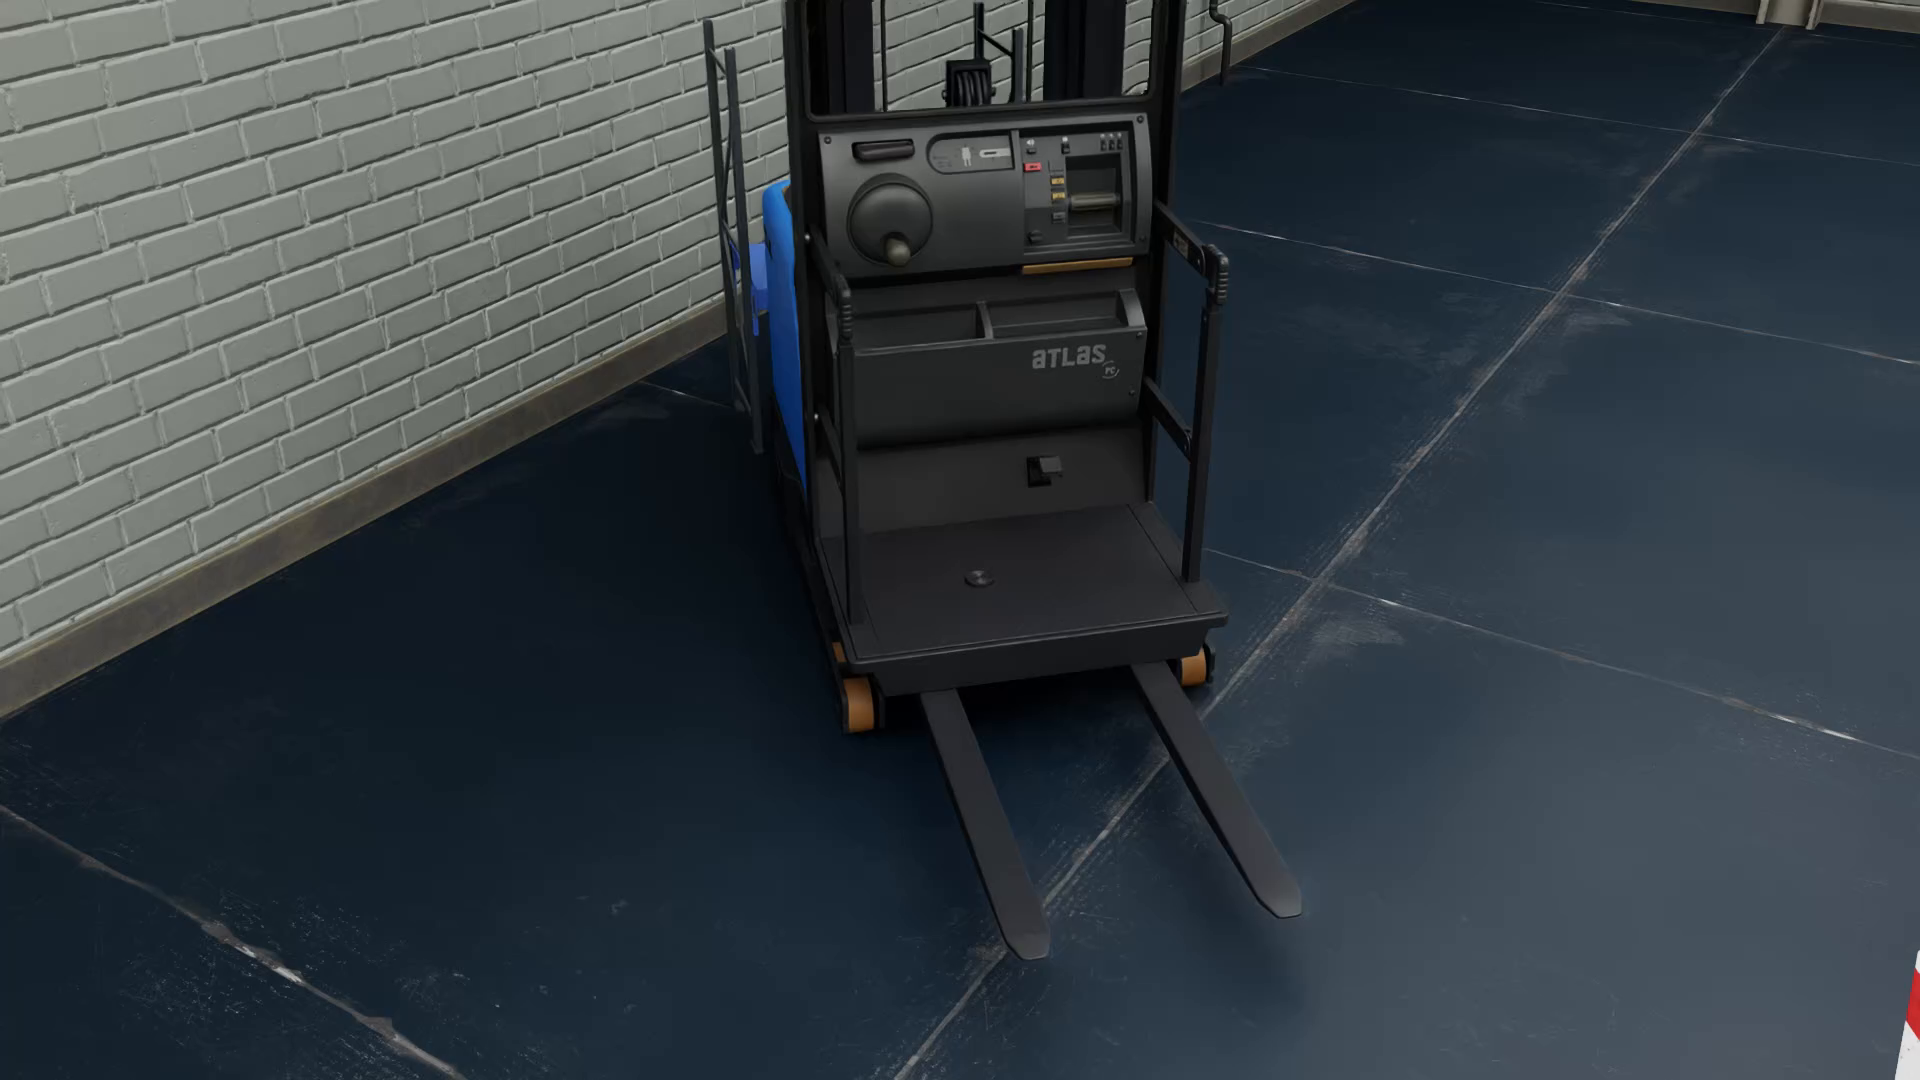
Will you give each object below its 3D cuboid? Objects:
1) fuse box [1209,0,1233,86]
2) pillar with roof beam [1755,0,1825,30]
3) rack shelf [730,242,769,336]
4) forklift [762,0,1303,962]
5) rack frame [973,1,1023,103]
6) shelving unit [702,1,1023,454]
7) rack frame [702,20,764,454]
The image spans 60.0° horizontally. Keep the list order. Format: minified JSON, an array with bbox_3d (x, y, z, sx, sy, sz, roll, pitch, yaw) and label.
[{"bbox_3d":[1.757,-3.710,10.412,0.414,1.711,0.539,18,35,27],"label":"fuse box"},{"bbox_3d":[3.847,-5.889,6.914,0.400,9.000,9.100,18,35,27],"label":"pillar with roof beam"},{"bbox_3d":[-0.346,-1.016,6.348,1.000,0.185,0.538,-9,30,-14],"label":"rack shelf"},{"bbox_3d":[0.129,-0.918,4.415,1.130,2.935,3.031,-7,31,-11],"label":"forklift"},{"bbox_3d":[0.139,-1.247,6.388,0.032,1.500,0.500,-9,30,-14],"label":"rack frame"},{"bbox_3d":[-0.348,-1.173,6.261,1.048,1.500,0.538,-9,30,-14],"label":"shelving unit"},{"bbox_3d":[-0.834,-1.099,6.134,0.032,1.500,0.500,-9,30,-14],"label":"rack frame"}]
